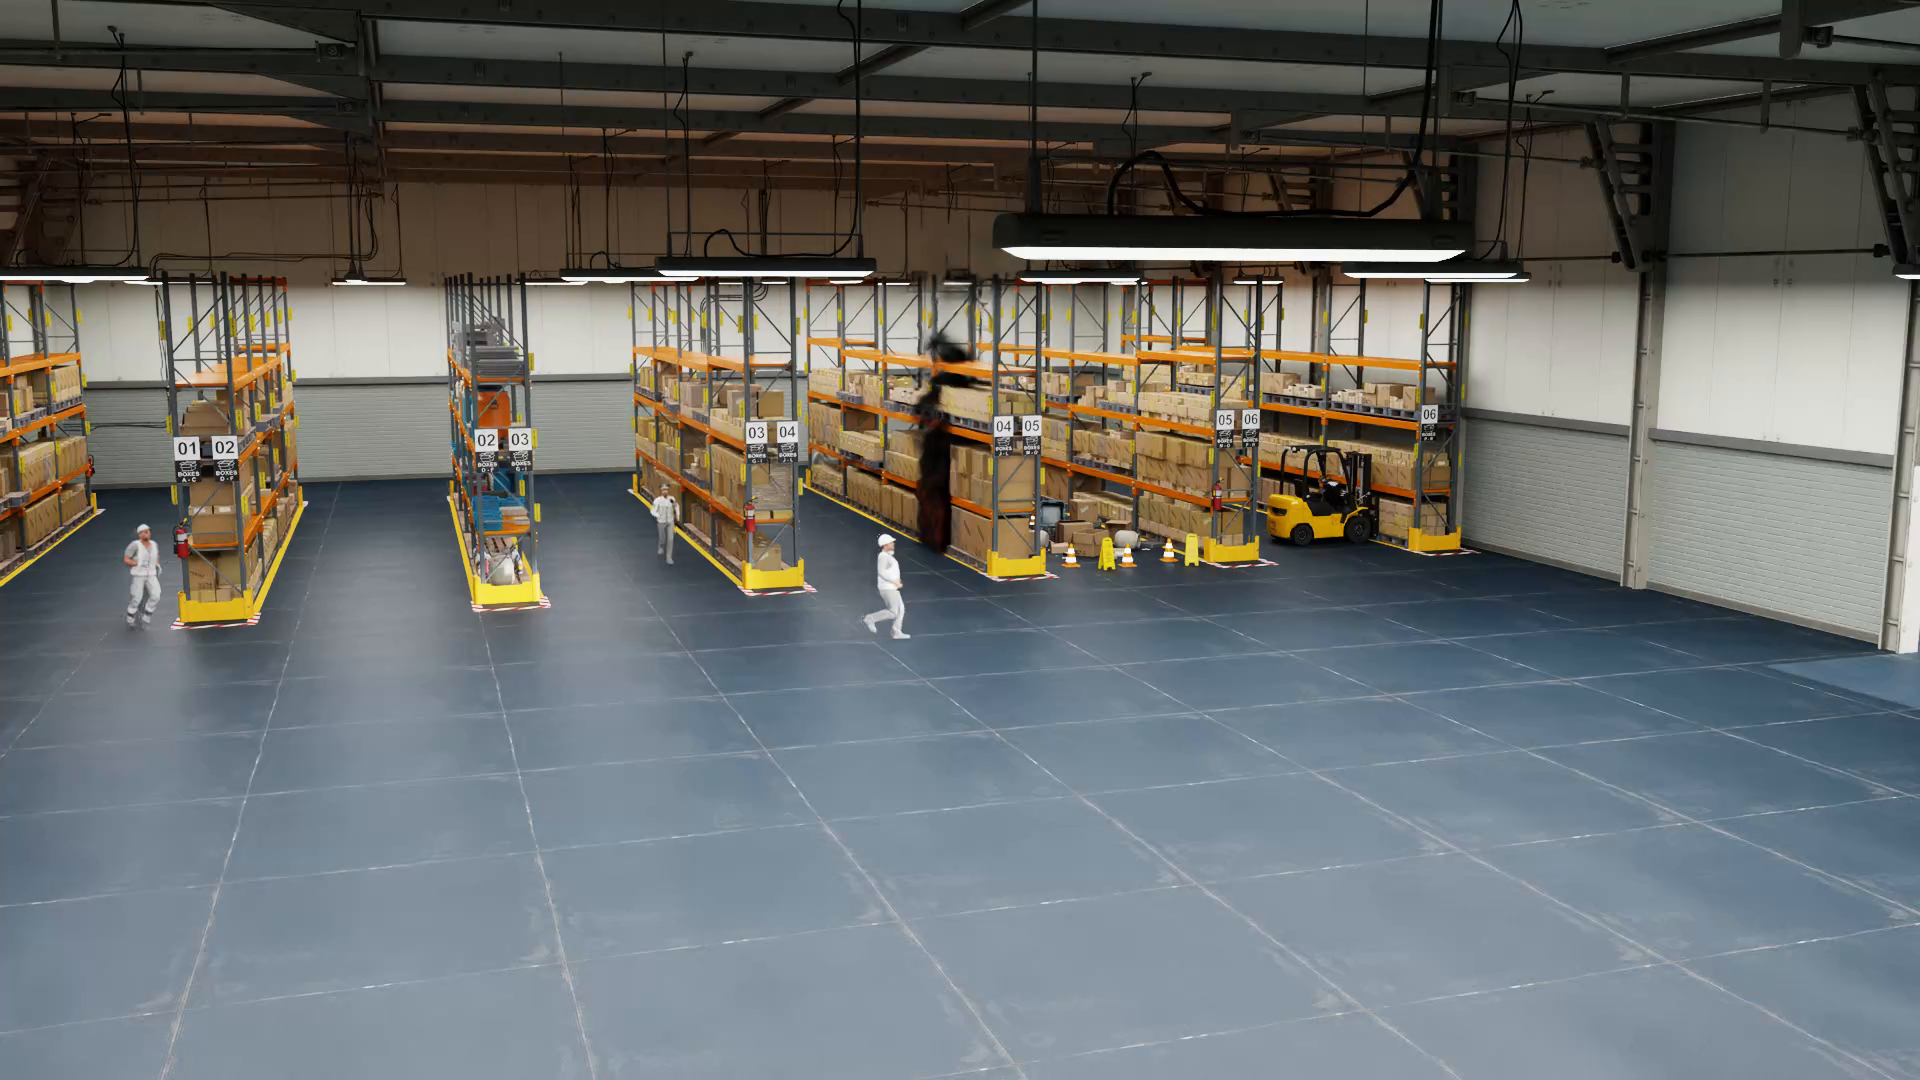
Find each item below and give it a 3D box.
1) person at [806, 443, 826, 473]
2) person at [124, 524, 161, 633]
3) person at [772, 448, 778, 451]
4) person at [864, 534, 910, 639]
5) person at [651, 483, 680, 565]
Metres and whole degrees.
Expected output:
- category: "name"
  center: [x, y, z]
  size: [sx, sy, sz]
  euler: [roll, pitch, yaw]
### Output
- category: "person"
  center: [-4.197, -2.575, 49.656]
  size: [0.831, 1.700, 0.583]
  euler: [-2, 9, -14]
- category: "person"
  center: [-13.721, 0.633, 27.994]
  size: [0.706, 1.801, 0.676]
  euler: [6, 11, 36]
- category: "person"
  center: [-5.618, -2.370, 48.182]
  size: [0.835, 1.678, 0.747]
  euler: [1, 9, 4]
- category: "person"
  center: [-1.197, 0.768, 27.231]
  size: [0.762, 1.738, 0.675]
  euler: [0, 9, 3]
- category: "person"
  center: [-6.172, -0.365, 34.984]
  size: [0.629, 1.675, 0.913]
  euler: [-3, 9, -19]
